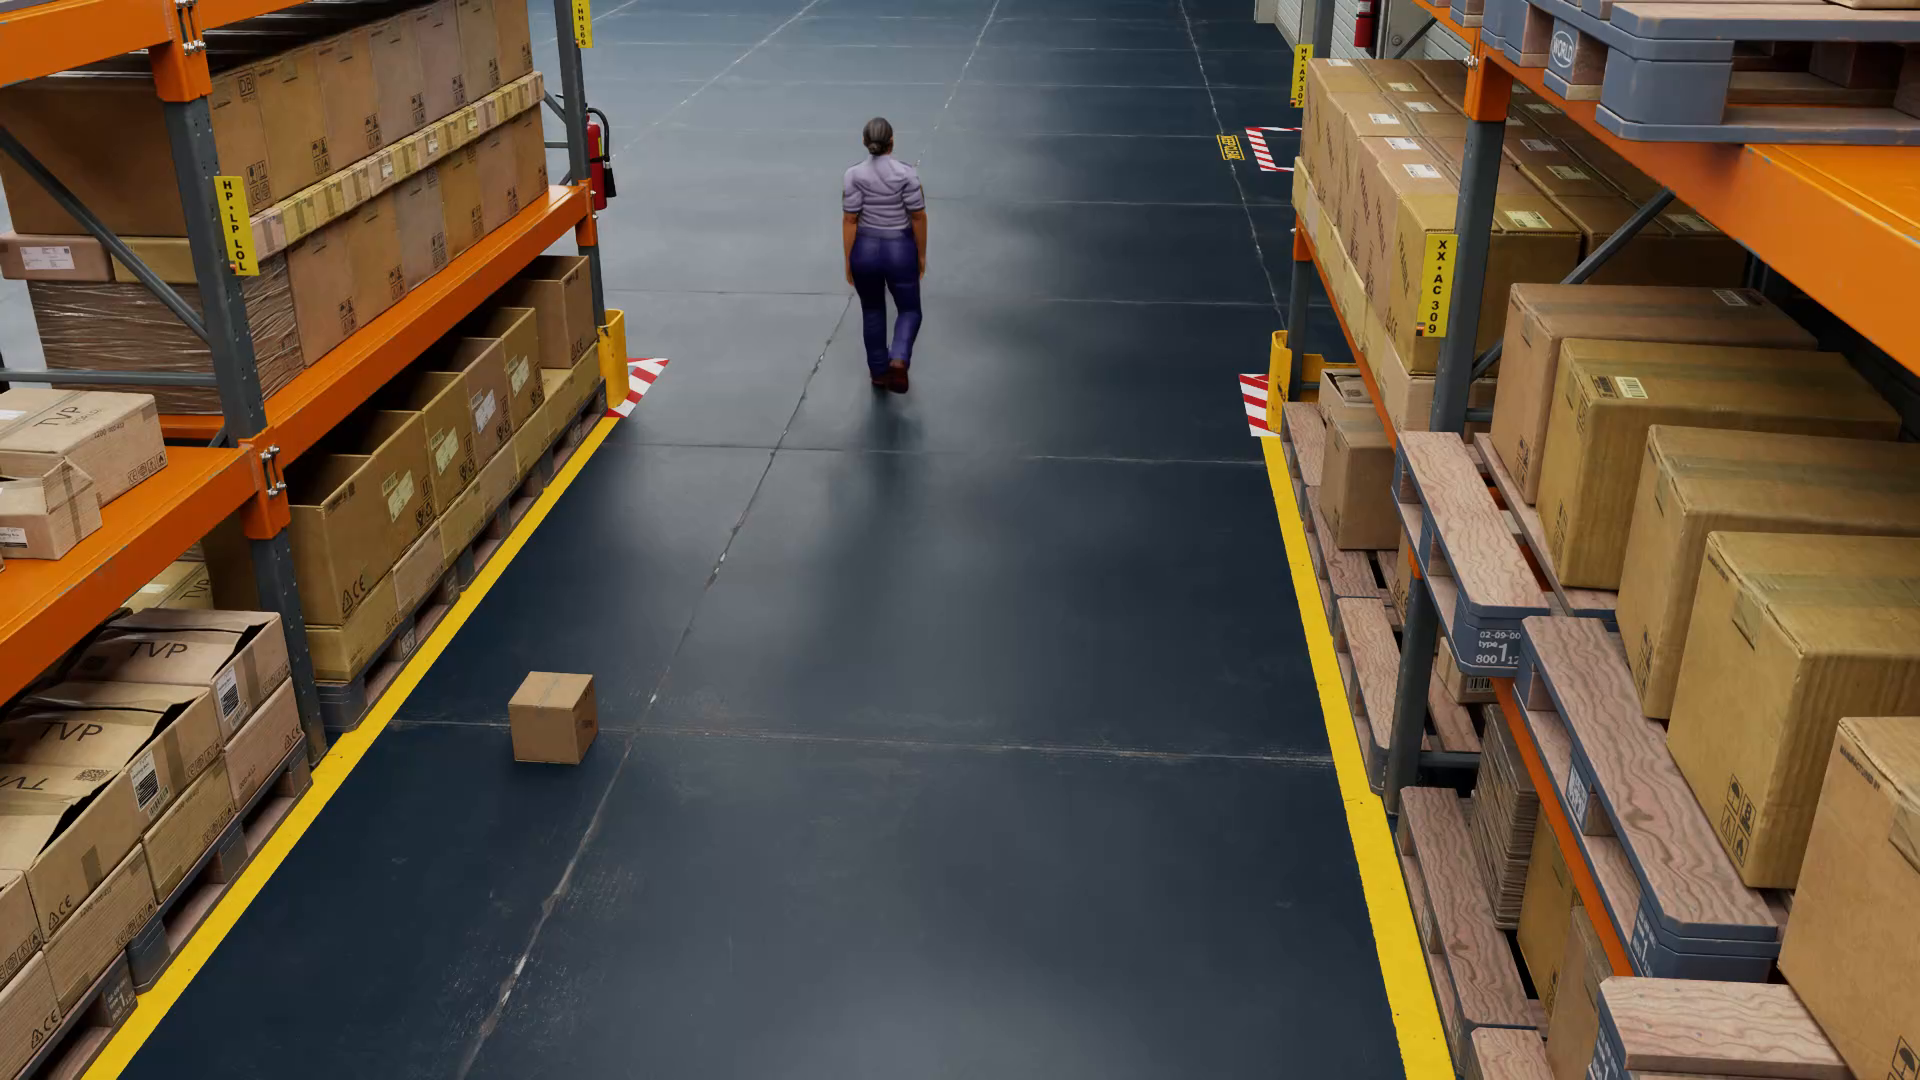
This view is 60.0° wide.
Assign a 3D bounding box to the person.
[{"bbox_3d":[-0.433,-1.632,9.645,0.482,1.621,0.736,2,25,4],"label":"person"}]
